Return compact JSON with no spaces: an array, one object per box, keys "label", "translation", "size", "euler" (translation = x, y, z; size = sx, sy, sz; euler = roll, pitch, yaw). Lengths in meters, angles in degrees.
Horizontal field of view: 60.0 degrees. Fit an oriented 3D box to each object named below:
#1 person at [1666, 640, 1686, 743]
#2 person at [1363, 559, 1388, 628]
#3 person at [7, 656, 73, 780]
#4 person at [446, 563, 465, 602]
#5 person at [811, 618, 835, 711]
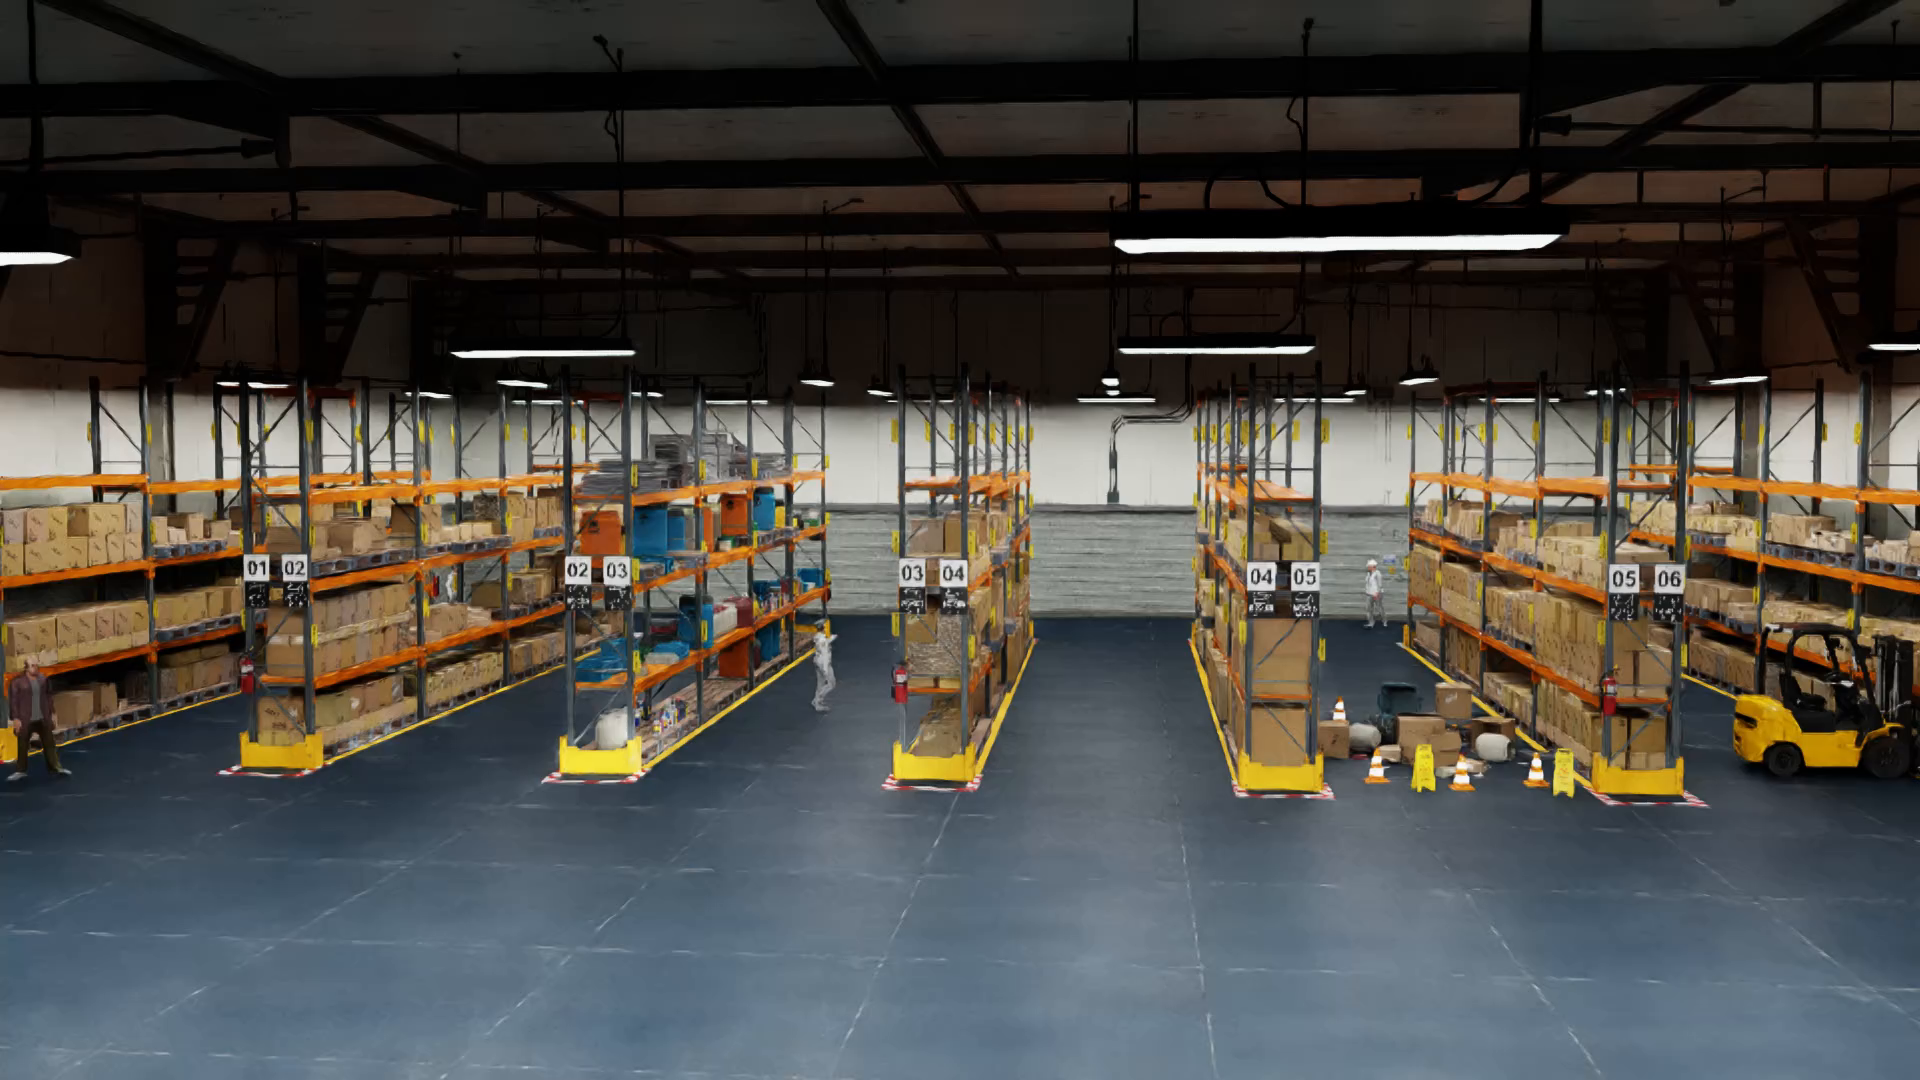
[{"label":"person","translation":[11.533,2.439,26.977],"size":[0.464,1.650,0.498],"euler":[3,5,36]},{"label":"person","translation":[10.719,1.379,42.884],"size":[0.614,1.767,0.566],"euler":[-2,4,-27]},{"label":"person","translation":[-13.353,2.558,24.010],"size":[0.578,1.774,0.758],"euler":[3,5,40]},{"label":"person","translation":[-13.235,1.398,43.290],"size":[0.452,1.672,0.642],"euler":[4,5,44]},{"label":"person","translation":[-2.493,2.249,29.855],"size":[0.414,1.675,0.516],"euler":[-2,4,-23]}]
